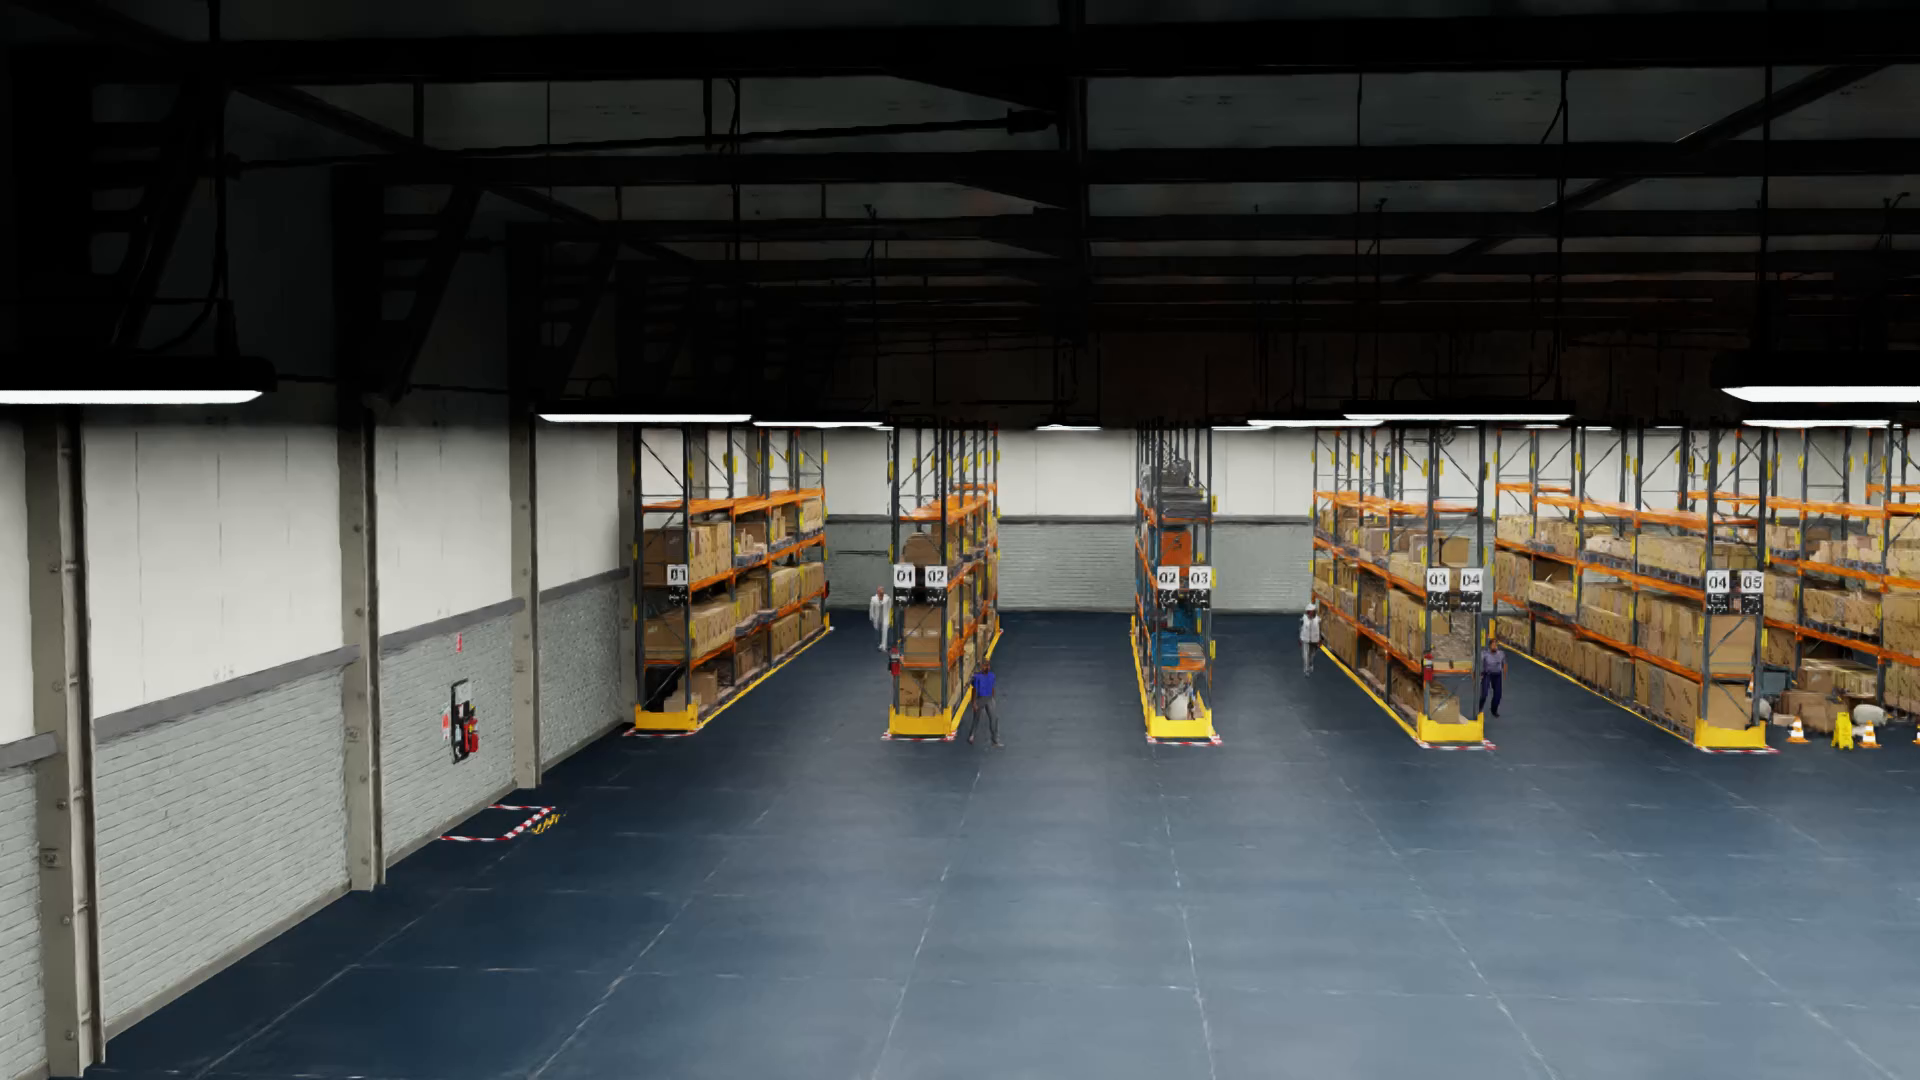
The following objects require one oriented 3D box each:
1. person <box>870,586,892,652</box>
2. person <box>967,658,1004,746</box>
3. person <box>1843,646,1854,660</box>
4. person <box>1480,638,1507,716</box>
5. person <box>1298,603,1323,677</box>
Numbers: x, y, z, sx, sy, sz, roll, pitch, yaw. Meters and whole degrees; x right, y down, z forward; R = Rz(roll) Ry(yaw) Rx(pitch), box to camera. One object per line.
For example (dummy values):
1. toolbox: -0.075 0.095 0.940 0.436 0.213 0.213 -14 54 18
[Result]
1. person: -2.061 2.086 43.273 0.598 1.588 1.194 0 4 7
2. person: 0.441 2.942 30.338 0.490 1.606 0.937 -1 4 -19
3. person: 21.824 2.162 41.139 0.576 1.718 0.626 2 4 34
4. person: 10.661 2.754 33.408 0.625 1.593 0.517 0 4 2
5. person: 8.225 2.319 38.976 0.543 1.700 1.119 0 4 2
